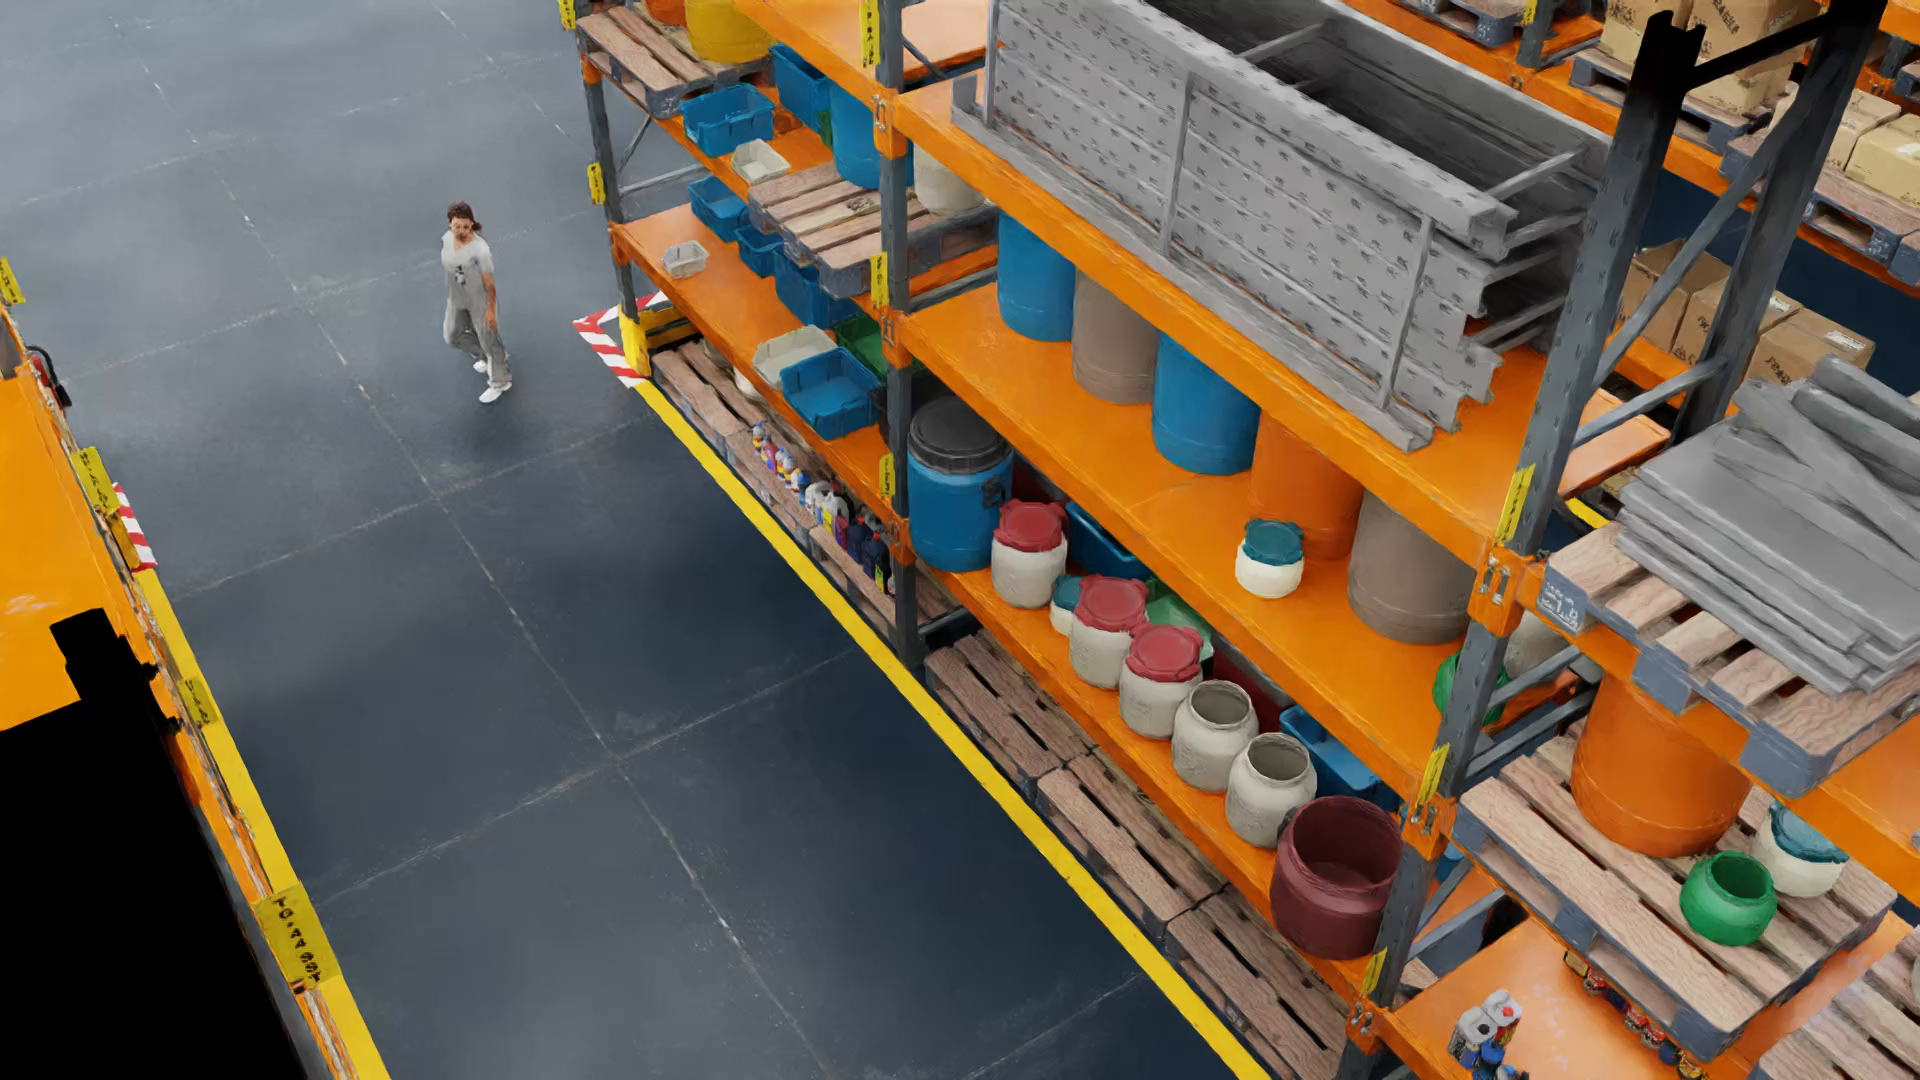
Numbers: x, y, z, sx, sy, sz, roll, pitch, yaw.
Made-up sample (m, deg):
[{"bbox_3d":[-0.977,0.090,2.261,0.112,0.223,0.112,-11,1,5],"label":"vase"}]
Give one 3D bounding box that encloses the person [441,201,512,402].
[{"bbox_3d":[-3.643,-1.809,12.494,0.492,1.671,0.435,21,47,21],"label":"person"}]
